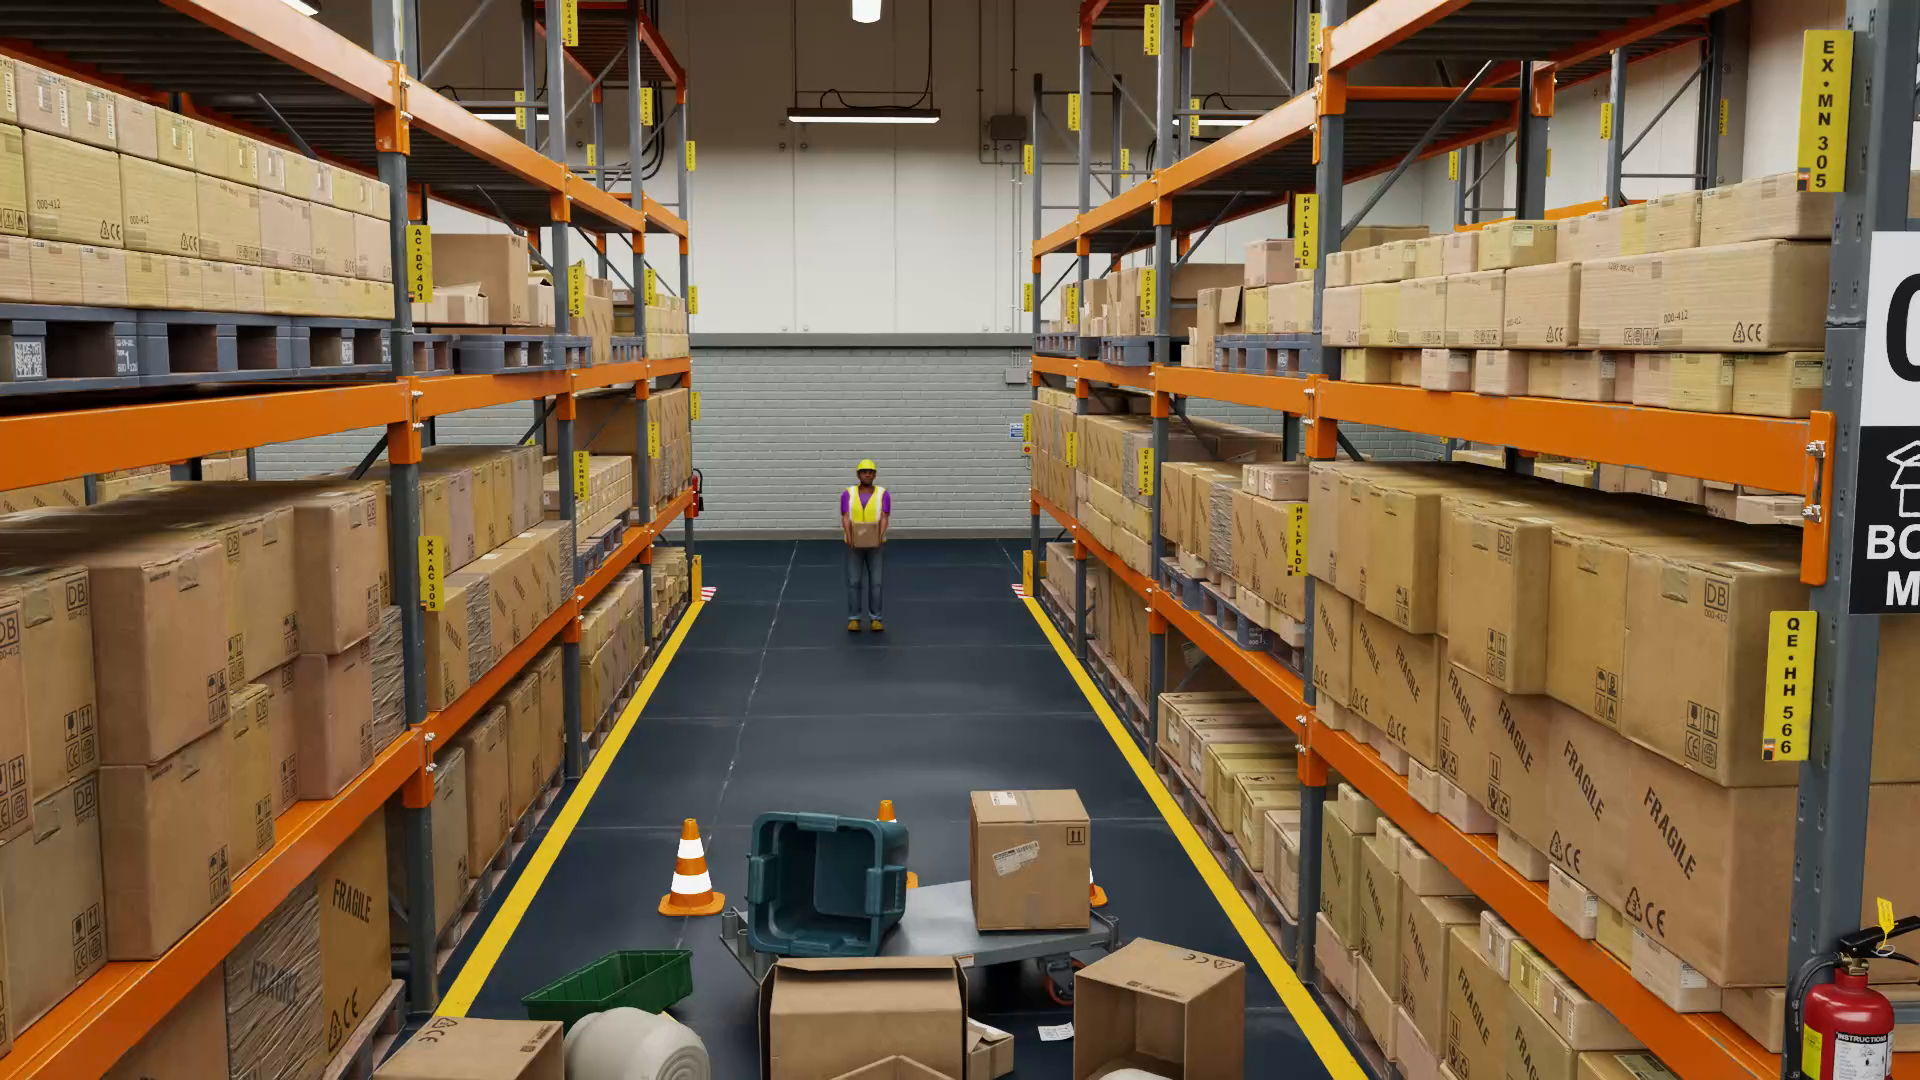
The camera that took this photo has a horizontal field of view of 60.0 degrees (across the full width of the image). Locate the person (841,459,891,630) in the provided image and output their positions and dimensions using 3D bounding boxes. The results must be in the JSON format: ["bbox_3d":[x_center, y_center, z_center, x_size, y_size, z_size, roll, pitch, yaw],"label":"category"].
[{"bbox_3d":[-0.970,0.060,17.143,0.510,1.767,0.575,0,7,-2],"label":"person"}]
